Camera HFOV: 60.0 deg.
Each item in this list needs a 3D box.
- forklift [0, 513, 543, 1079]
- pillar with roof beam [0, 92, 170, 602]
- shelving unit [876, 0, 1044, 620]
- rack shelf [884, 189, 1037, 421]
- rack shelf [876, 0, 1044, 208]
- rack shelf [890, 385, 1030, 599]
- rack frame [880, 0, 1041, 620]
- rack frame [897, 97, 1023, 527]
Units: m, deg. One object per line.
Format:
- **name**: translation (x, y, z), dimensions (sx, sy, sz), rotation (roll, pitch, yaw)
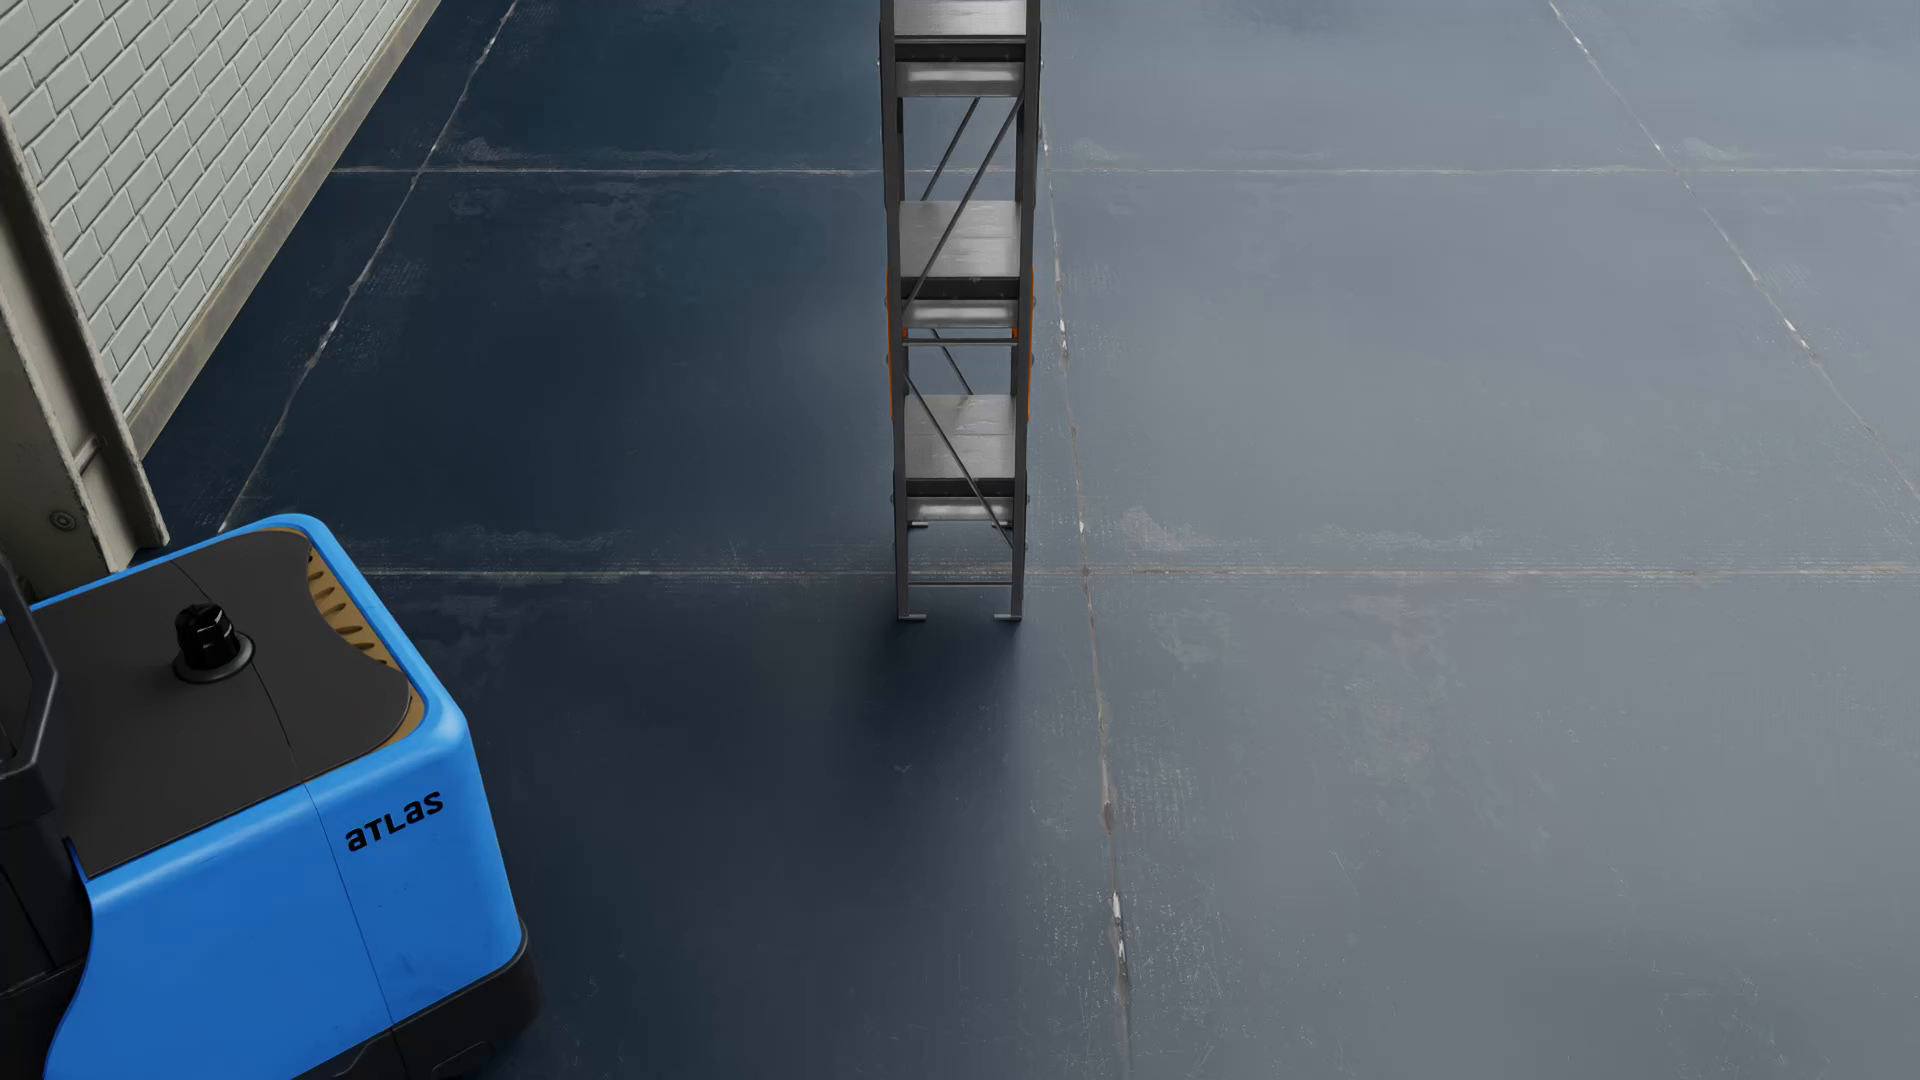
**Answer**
- **forklift**: translation (-2.534, 0.396, 2.911), dimensions (3.031, 2.935, 1.130), rotation (-25, 45, -28)
- **pillar with roof beam**: translation (1.415, -3.402, 2.800), dimensions (9.100, 9.000, 0.400), rotation (0, 39, 0)
- **shelving unit**: translation (0.000, -0.716, 4.964), dimensions (0.431, 2.100, 0.503), rotation (0, 39, 0)
- **rack shelf**: translation (0.000, -0.705, 4.973), dimensions (0.431, 0.518, 0.480), rotation (0, 39, 0)
- **rack shelf**: translation (0.000, -1.251, 4.535), dimensions (0.431, 0.518, 0.480), rotation (0, 39, 0)
- **rack shelf**: translation (0.000, -0.159, 5.410), dimensions (0.431, 0.518, 0.480), rotation (0, 39, 0)
- **rack frame**: translation (0.000, -0.563, 4.774), dimensions (0.400, 2.100, 0.015), rotation (0, 39, 0)
- **rack frame**: translation (0.000, -0.868, 5.155), dimensions (0.400, 2.100, 0.015), rotation (0, 39, 0)
